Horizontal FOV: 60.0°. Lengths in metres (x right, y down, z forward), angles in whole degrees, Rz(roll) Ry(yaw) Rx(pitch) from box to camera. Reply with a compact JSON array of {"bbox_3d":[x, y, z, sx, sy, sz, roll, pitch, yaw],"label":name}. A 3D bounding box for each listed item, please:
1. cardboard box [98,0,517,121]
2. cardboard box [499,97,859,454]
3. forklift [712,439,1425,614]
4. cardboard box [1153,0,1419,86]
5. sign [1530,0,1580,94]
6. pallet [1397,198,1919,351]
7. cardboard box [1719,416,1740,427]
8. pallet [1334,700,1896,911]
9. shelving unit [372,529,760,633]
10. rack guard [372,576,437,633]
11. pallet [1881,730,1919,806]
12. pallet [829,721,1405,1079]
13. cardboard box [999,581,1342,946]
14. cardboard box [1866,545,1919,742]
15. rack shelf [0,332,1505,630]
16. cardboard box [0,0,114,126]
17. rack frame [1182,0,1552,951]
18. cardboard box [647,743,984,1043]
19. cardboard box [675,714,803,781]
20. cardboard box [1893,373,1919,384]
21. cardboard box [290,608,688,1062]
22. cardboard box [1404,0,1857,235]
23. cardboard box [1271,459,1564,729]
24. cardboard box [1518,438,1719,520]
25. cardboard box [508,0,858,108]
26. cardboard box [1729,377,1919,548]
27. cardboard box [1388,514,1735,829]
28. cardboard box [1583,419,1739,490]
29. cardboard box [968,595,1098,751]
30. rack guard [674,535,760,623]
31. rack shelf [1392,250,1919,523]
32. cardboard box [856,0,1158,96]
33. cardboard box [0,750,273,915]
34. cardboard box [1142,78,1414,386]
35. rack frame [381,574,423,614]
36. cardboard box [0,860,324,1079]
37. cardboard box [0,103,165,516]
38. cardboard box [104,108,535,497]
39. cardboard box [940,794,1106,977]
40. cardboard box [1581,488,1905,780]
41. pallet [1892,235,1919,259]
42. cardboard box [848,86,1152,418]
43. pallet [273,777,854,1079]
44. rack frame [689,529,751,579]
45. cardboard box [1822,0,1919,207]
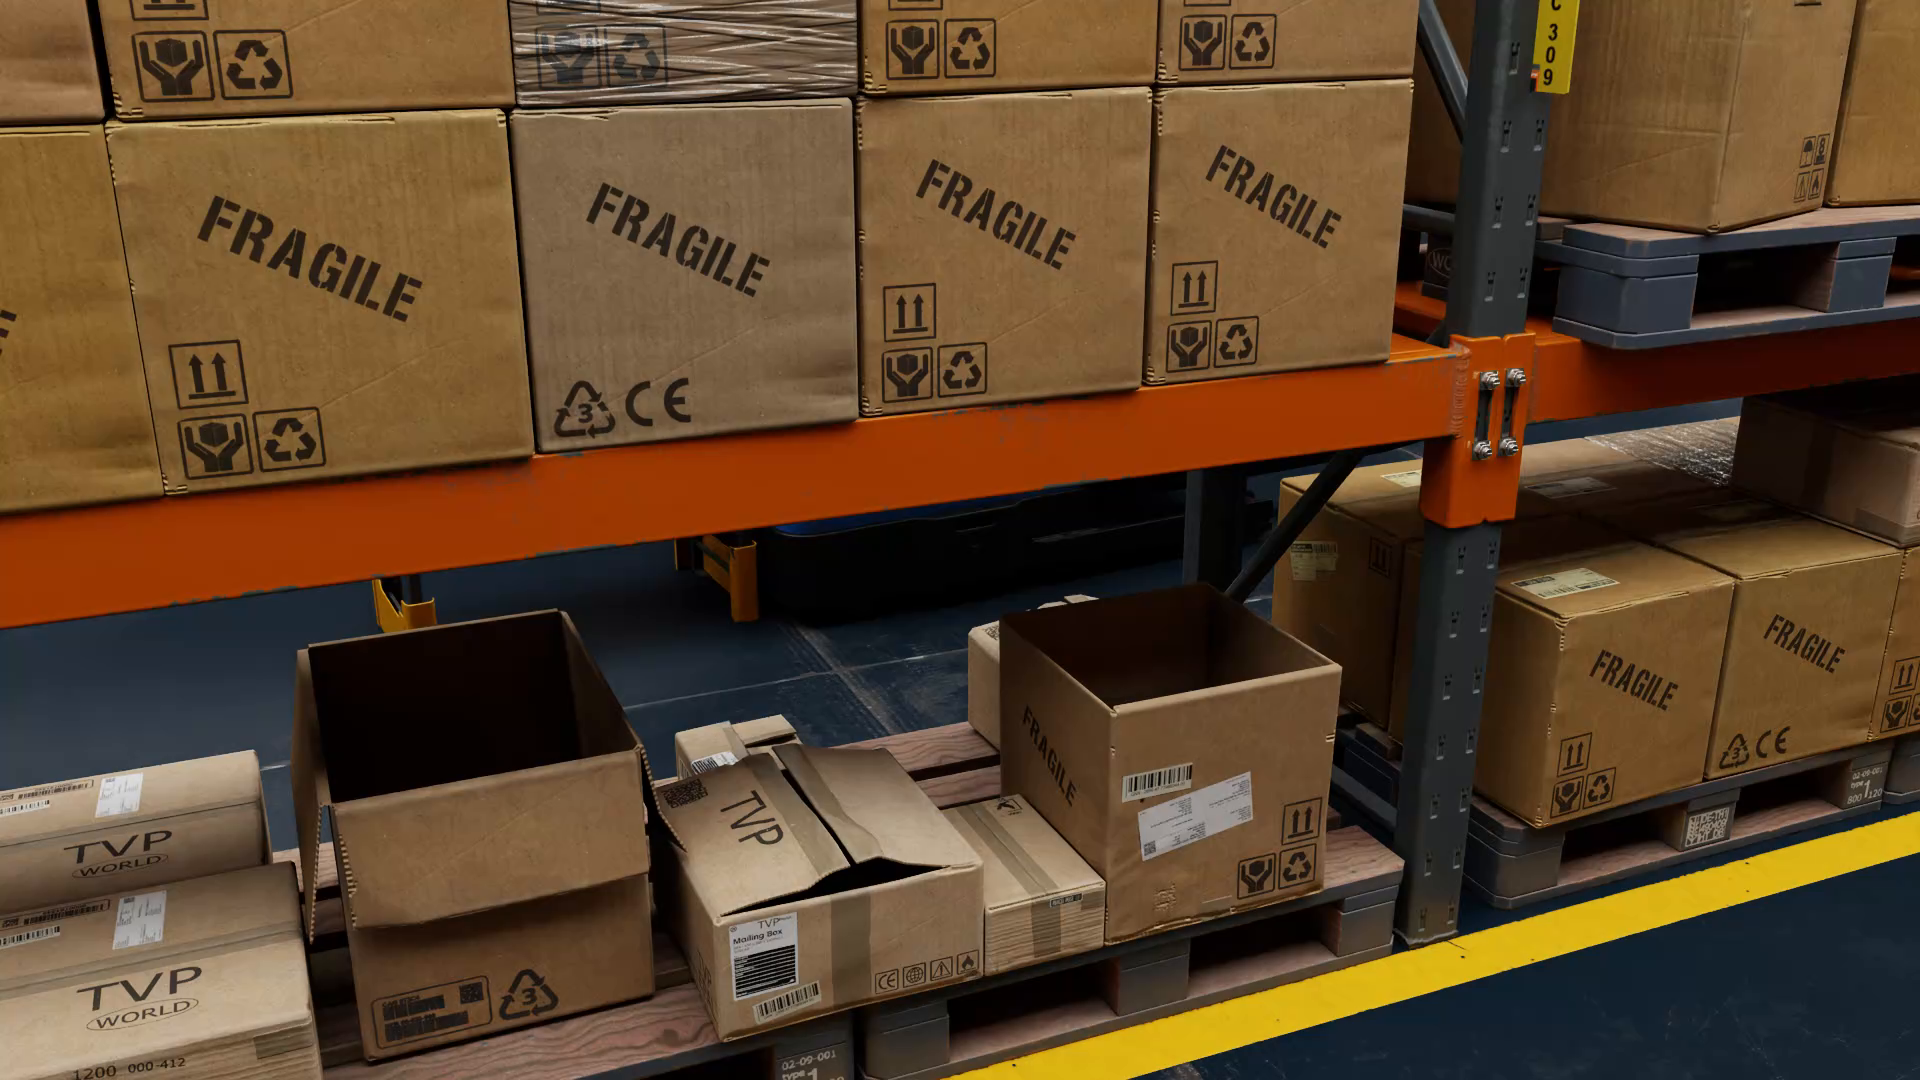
[{"bbox_3d":[-0.939,-0.875,2.333,0.500,0.500,0.500,-8,21,-22],"label":"cardboard box"},{"bbox_3d":[-0.484,-0.468,2.685,0.500,0.500,0.500,-8,21,-21],"label":"cardboard box"},{"bbox_3d":[0.545,-1.483,5.822,3.031,2.935,1.130,-11,22,-27],"label":"forklift"},{"bbox_3d":[0.455,-1.075,2.902,0.500,0.500,0.500,-8,21,-22],"label":"cardboard box"},{"bbox_3d":[1.039,-0.945,2.887,0.005,0.325,0.100,-8,21,-22],"label":"sign"},{"bbox_3d":[1.594,-0.683,3.734,1.213,0.211,1.003,-8,21,-22],"label":"pallet"},{"bbox_3d":[2.541,-0.078,4.829,0.500,0.500,0.500,-9,21,-24],"label":"cardboard box"},{"bbox_3d":[1.549,0.495,4.298,1.213,0.211,1.003,-8,21,-22],"label":"pallet"},{"bbox_3d":[-1.247,-0.454,5.053,1.083,1.500,0.587,-10,22,-27],"label":"shelving unit"},{"bbox_3d":[-1.682,0.216,5.033,0.087,0.250,0.587,-10,22,-27],"label":"rack guard"},{"bbox_3d":[2.671,0.333,4.757,1.213,0.211,1.003,-8,21,-22],"label":"pallet"},{"bbox_3d":[0.186,0.704,3.705,1.213,0.211,1.003,-8,21,-22],"label":"pallet"},{"bbox_3d":[0.406,0.431,3.381,0.500,0.500,0.500,-8,21,-22],"label":"cardboard box"},{"bbox_3d":[2.305,0.144,4.199,0.500,0.500,0.500,-8,21,-21],"label":"cardboard box"},{"bbox_3d":[-1.019,-0.099,2.870,4.000,0.370,1.077,-8,21,-22],"label":"rack shelf"},{"bbox_3d":[-1.406,-0.807,2.143,0.500,0.500,0.500,-8,21,-21],"label":"cardboard box"},{"bbox_3d":[0.817,-0.702,3.498,0.127,3.000,1.000,-8,21,-22],"label":"rack frame"},{"bbox_3d":[-0.282,0.619,3.133,0.500,0.311,0.500,-8,21,-22],"label":"cardboard box"},{"bbox_3d":[-0.444,0.533,3.594,0.250,0.166,0.380,-8,21,-22],"label":"cardboard box"},{"bbox_3d":[2.736,-0.271,4.247,0.500,0.250,0.500,-9,21,-23],"label":"cardboard box"},{"bbox_3d":[-0.906,0.517,3.133,0.637,0.503,0.797,-8,21,-22],"label":"cardboard box"},{"bbox_3d":[1.341,-0.941,3.395,0.500,0.500,0.700,-17,26,-40],"label":"cardboard box"},{"bbox_3d":[1.157,0.118,4.273,0.500,0.500,0.500,-8,21,-22],"label":"cardboard box"},{"bbox_3d":[1.614,0.055,4.450,0.500,0.500,0.500,-8,21,-22],"label":"cardboard box"},{"bbox_3d":[-0.477,-0.940,2.520,0.500,0.500,0.500,-8,21,-21],"label":"cardboard box"},{"bbox_3d":[2.276,-0.205,4.059,0.500,0.250,0.500,-8,21,-22],"label":"cardboard box"},{"bbox_3d":[1.358,0.281,3.810,0.500,0.500,0.500,-9,21,-24],"label":"cardboard box"},{"bbox_3d":[2.075,-0.011,4.637,0.500,0.500,0.500,-8,21,-21],"label":"cardboard box"},{"bbox_3d":[0.346,0.348,3.902,0.500,0.311,0.500,-8,21,-22],"label":"cardboard box"},{"bbox_3d":[-0.811,0.055,5.489,0.087,0.250,0.587,-10,22,-27],"label":"rack guard"},{"bbox_3d":[2.653,-0.625,4.365,4.000,0.370,1.077,-8,21,-22],"label":"rack shelf"},{"bbox_3d":[-0.014,-1.007,2.708,0.500,0.500,0.500,-9,21,-23],"label":"cardboard box"},{"bbox_3d":[-1.570,0.652,3.133,0.500,0.250,0.500,-8,21,-22],"label":"cardboard box"},{"bbox_3d":[0.460,-0.605,3.072,0.500,0.500,0.500,-8,21,-21],"label":"cardboard box"},{"bbox_3d":[-1.683,-0.373,4.825,0.032,1.500,0.500,-10,22,-27],"label":"rack frame"},{"bbox_3d":[-1.326,0.798,2.718,0.500,0.250,0.500,-8,21,-22],"label":"cardboard box"},{"bbox_3d":[-1.410,-0.335,2.307,0.500,0.500,0.500,-8,21,-22],"label":"cardboard box"},{"bbox_3d":[-0.951,-0.400,2.492,0.500,0.500,0.500,-8,21,-21],"label":"cardboard box"},{"bbox_3d":[0.086,0.665,3.248,0.250,0.149,0.380,-8,21,-22],"label":"cardboard box"},{"bbox_3d":[1.843,0.207,4.019,0.500,0.500,0.500,-8,21,-21],"label":"cardboard box"},{"bbox_3d":[2.706,-0.880,4.294,1.213,0.211,1.003,-8,21,-22],"label":"pallet"},{"bbox_3d":[-0.013,-0.536,2.879,0.500,0.500,0.500,-8,21,-20],"label":"cardboard box"},{"bbox_3d":[-0.936,0.866,3.246,1.213,0.211,1.003,-8,21,-22],"label":"pallet"},{"bbox_3d":[-0.794,-0.537,5.290,0.032,1.500,0.500,-10,22,-27],"label":"rack frame"},{"bbox_3d":[1.947,-1.051,3.707,0.500,0.500,0.700,-5,20,-13],"label":"cardboard box"}]
